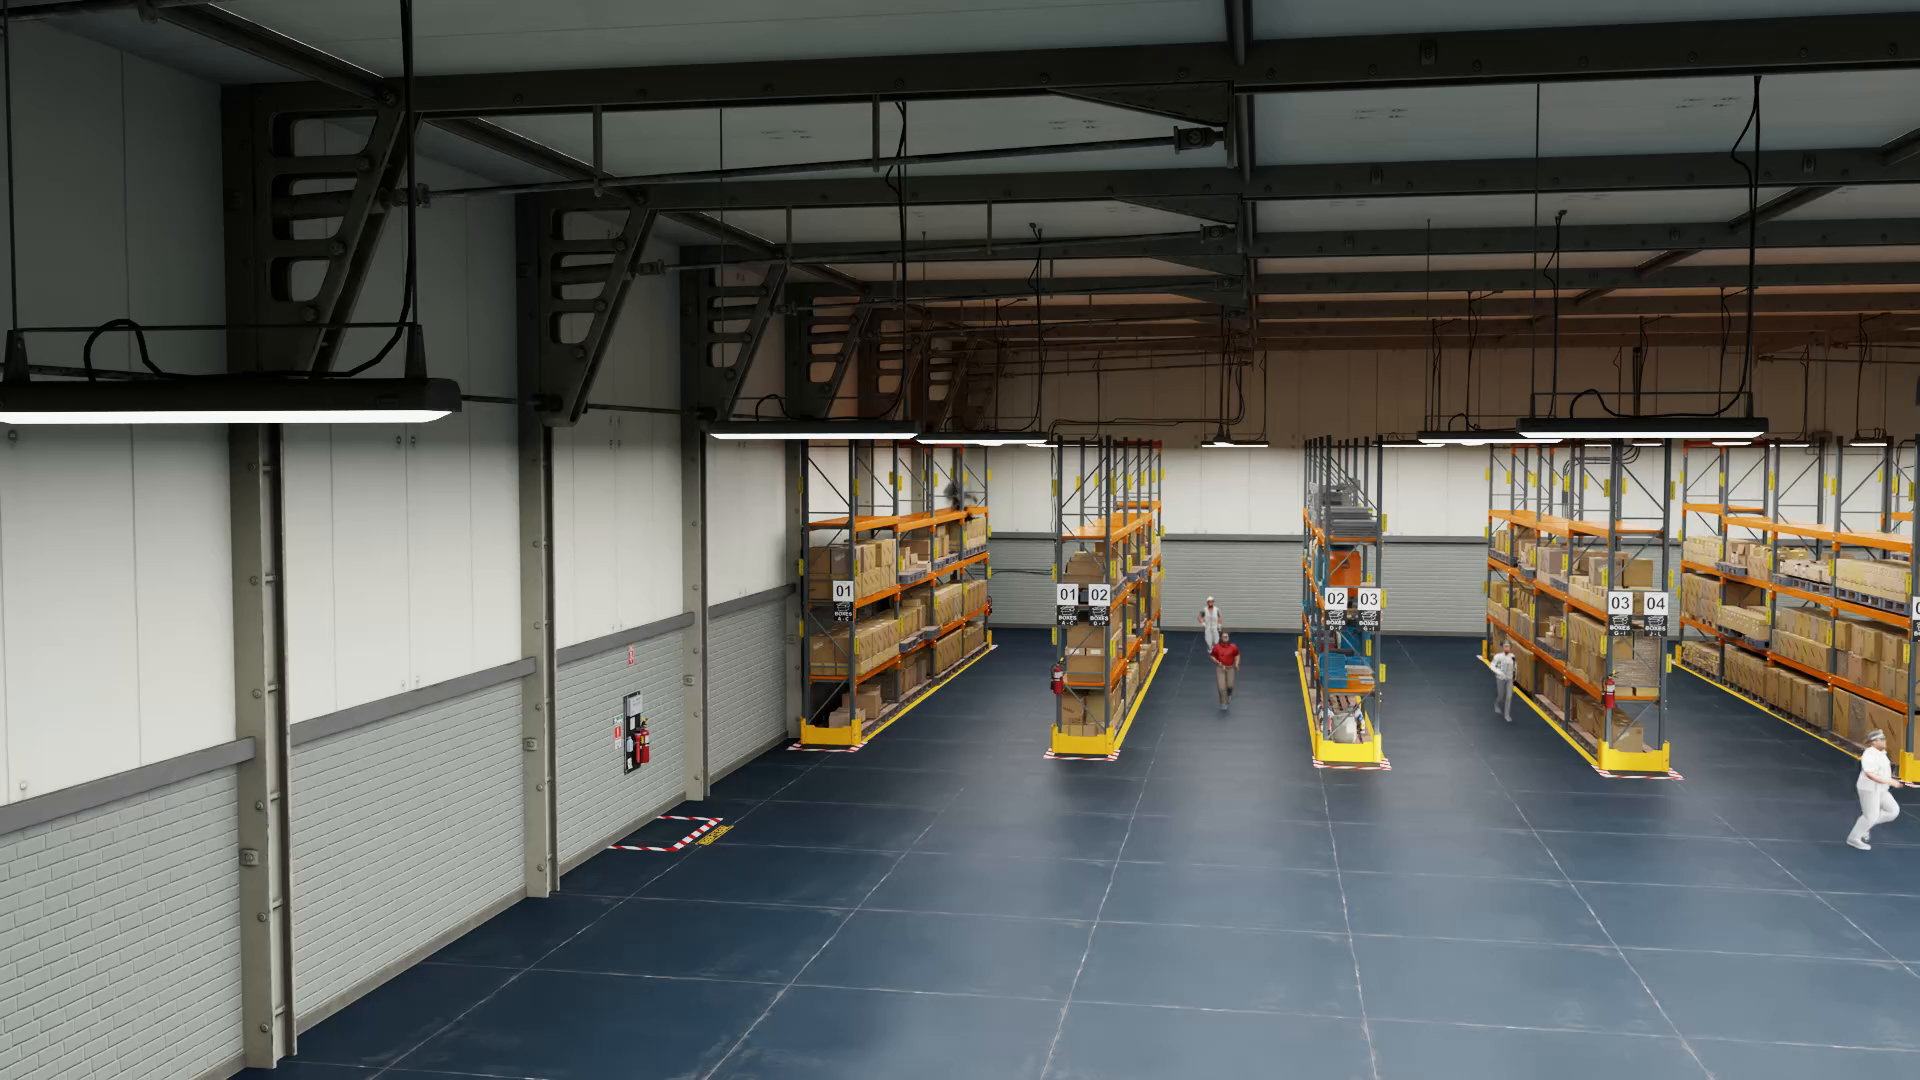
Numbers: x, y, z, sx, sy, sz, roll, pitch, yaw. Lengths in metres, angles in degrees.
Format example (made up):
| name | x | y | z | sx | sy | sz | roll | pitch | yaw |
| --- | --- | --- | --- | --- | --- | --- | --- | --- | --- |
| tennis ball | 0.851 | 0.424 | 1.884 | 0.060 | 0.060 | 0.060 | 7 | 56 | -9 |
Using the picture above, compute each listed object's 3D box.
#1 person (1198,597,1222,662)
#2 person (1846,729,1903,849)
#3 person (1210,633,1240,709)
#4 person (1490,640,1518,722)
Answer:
| name | x | y | z | sx | sy | sz | roll | pitch | yaw |
| --- | --- | --- | --- | --- | --- | --- | --- | --- | --- |
| person | 6.778 | 2.417 | 45.031 | 0.663 | 1.750 | 0.591 | 0 | 3 | 2 |
| person | 13.145 | 3.569 | 23.832 | 0.688 | 1.735 | 0.718 | -3 | 4 | -41 |
| person | 5.873 | 2.898 | 36.772 | 0.658 | 1.680 | 0.591 | 0 | 3 | 6 |
| person | 11.594 | 2.971 | 35.414 | 0.620 | 1.696 | 0.833 | 0 | 3 | 2 |
